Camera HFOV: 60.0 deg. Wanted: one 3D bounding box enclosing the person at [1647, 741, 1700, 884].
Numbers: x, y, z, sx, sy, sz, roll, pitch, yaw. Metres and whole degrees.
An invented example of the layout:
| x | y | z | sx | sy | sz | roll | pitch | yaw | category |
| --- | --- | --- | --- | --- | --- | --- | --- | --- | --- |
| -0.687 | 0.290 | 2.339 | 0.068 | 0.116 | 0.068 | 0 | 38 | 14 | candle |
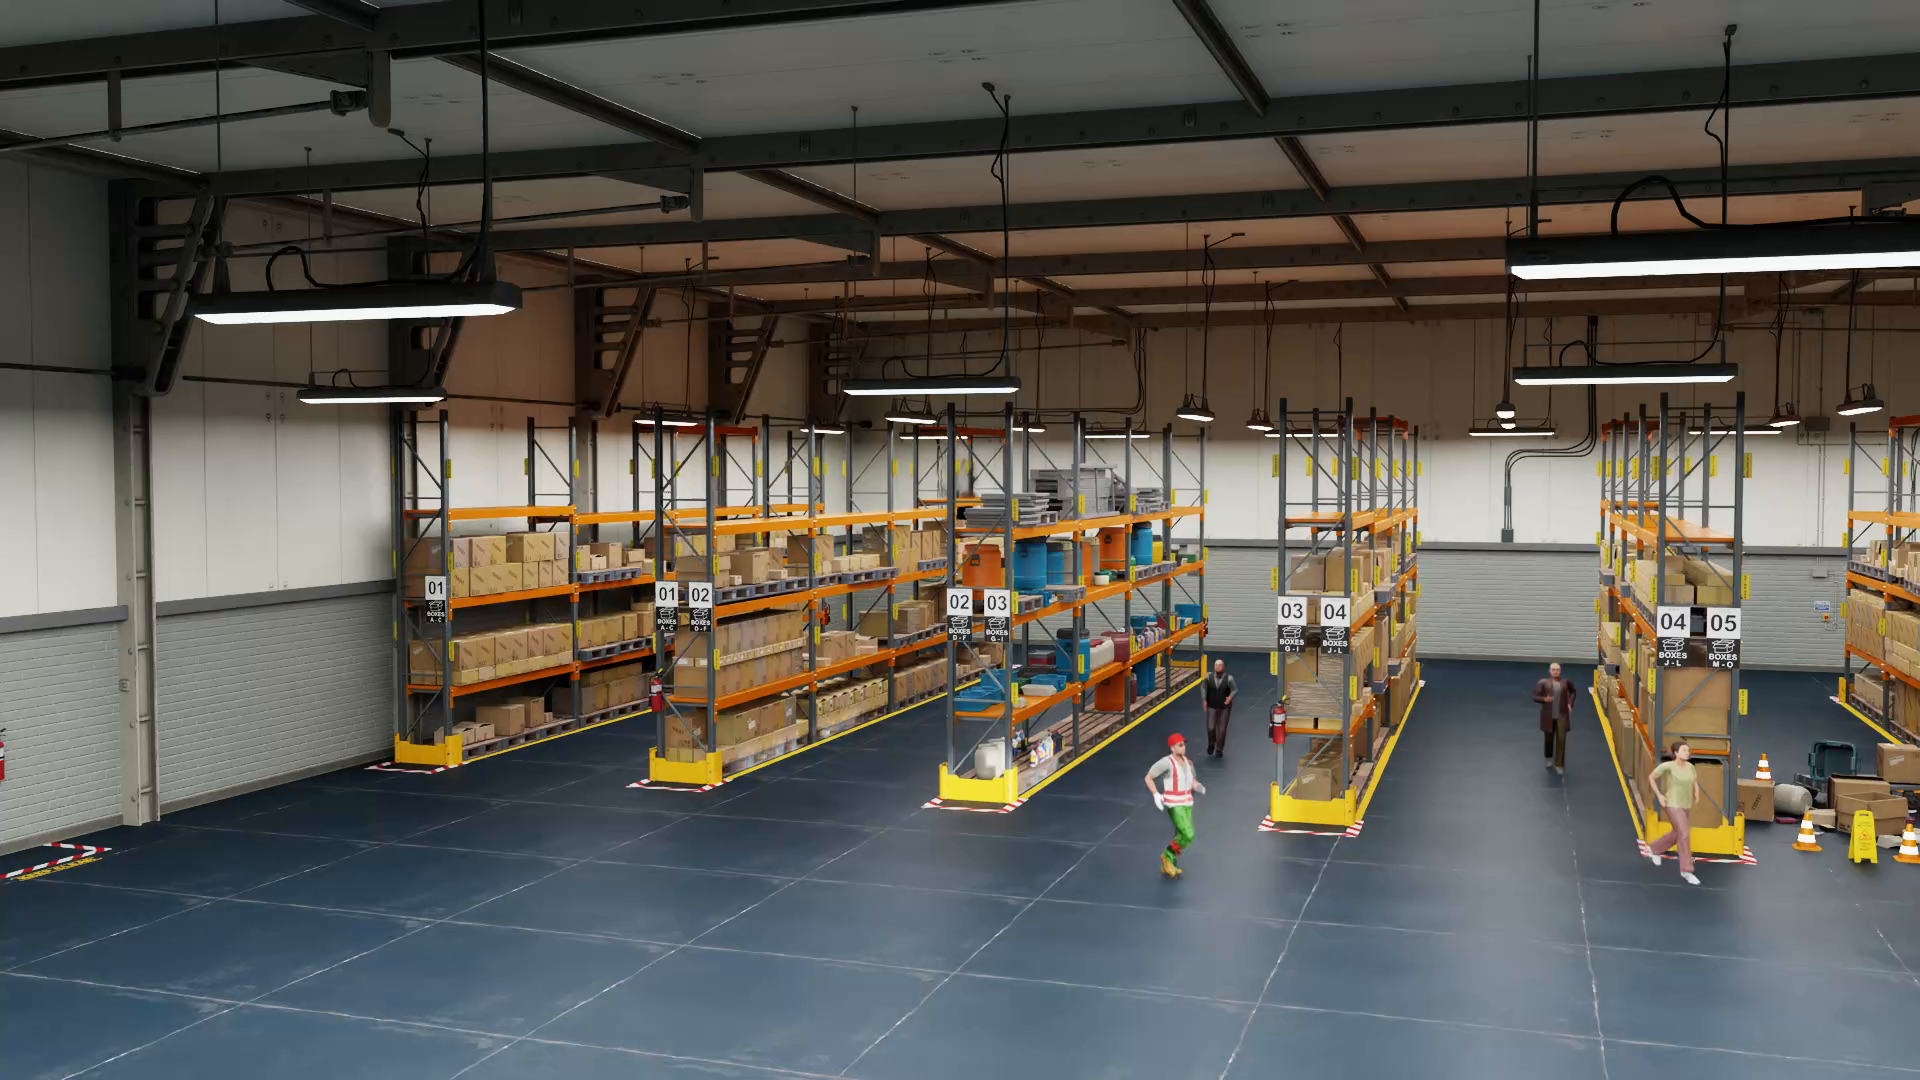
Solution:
| x | y | z | sx | sy | sz | roll | pitch | yaw | category |
| --- | --- | --- | --- | --- | --- | --- | --- | --- | --- |
| 8.810 | 3.297 | 20.452 | 0.594 | 1.684 | 0.911 | -1 | 3 | -22 | person |

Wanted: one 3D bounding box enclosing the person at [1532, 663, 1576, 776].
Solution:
| x | y | z | sx | sy | sz | roll | pitch | yaw | category |
| --- | --- | --- | --- | --- | --- | --- | --- | --- | --- |
| 9.755 | 2.903 | 27.272 | 0.710 | 1.770 | 1.001 | 1 | 3 | 14 | person |

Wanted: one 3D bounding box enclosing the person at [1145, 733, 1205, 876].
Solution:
| x | y | z | sx | sy | sz | roll | pitch | yaw | category |
| --- | --- | --- | --- | --- | --- | --- | --- | --- | --- |
| 2.692 | 3.236 | 20.260 | 0.649 | 1.742 | 0.642 | -2 | 3 | -43 | person |

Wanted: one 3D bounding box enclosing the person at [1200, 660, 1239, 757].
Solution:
| x | y | z | sx | sy | sz | roll | pitch | yaw | category |
| --- | --- | --- | --- | --- | --- | --- | --- | --- | --- |
| 4.477 | 2.919 | 28.757 | 0.667 | 1.688 | 0.601 | 0 | 2 | 11 | person |
